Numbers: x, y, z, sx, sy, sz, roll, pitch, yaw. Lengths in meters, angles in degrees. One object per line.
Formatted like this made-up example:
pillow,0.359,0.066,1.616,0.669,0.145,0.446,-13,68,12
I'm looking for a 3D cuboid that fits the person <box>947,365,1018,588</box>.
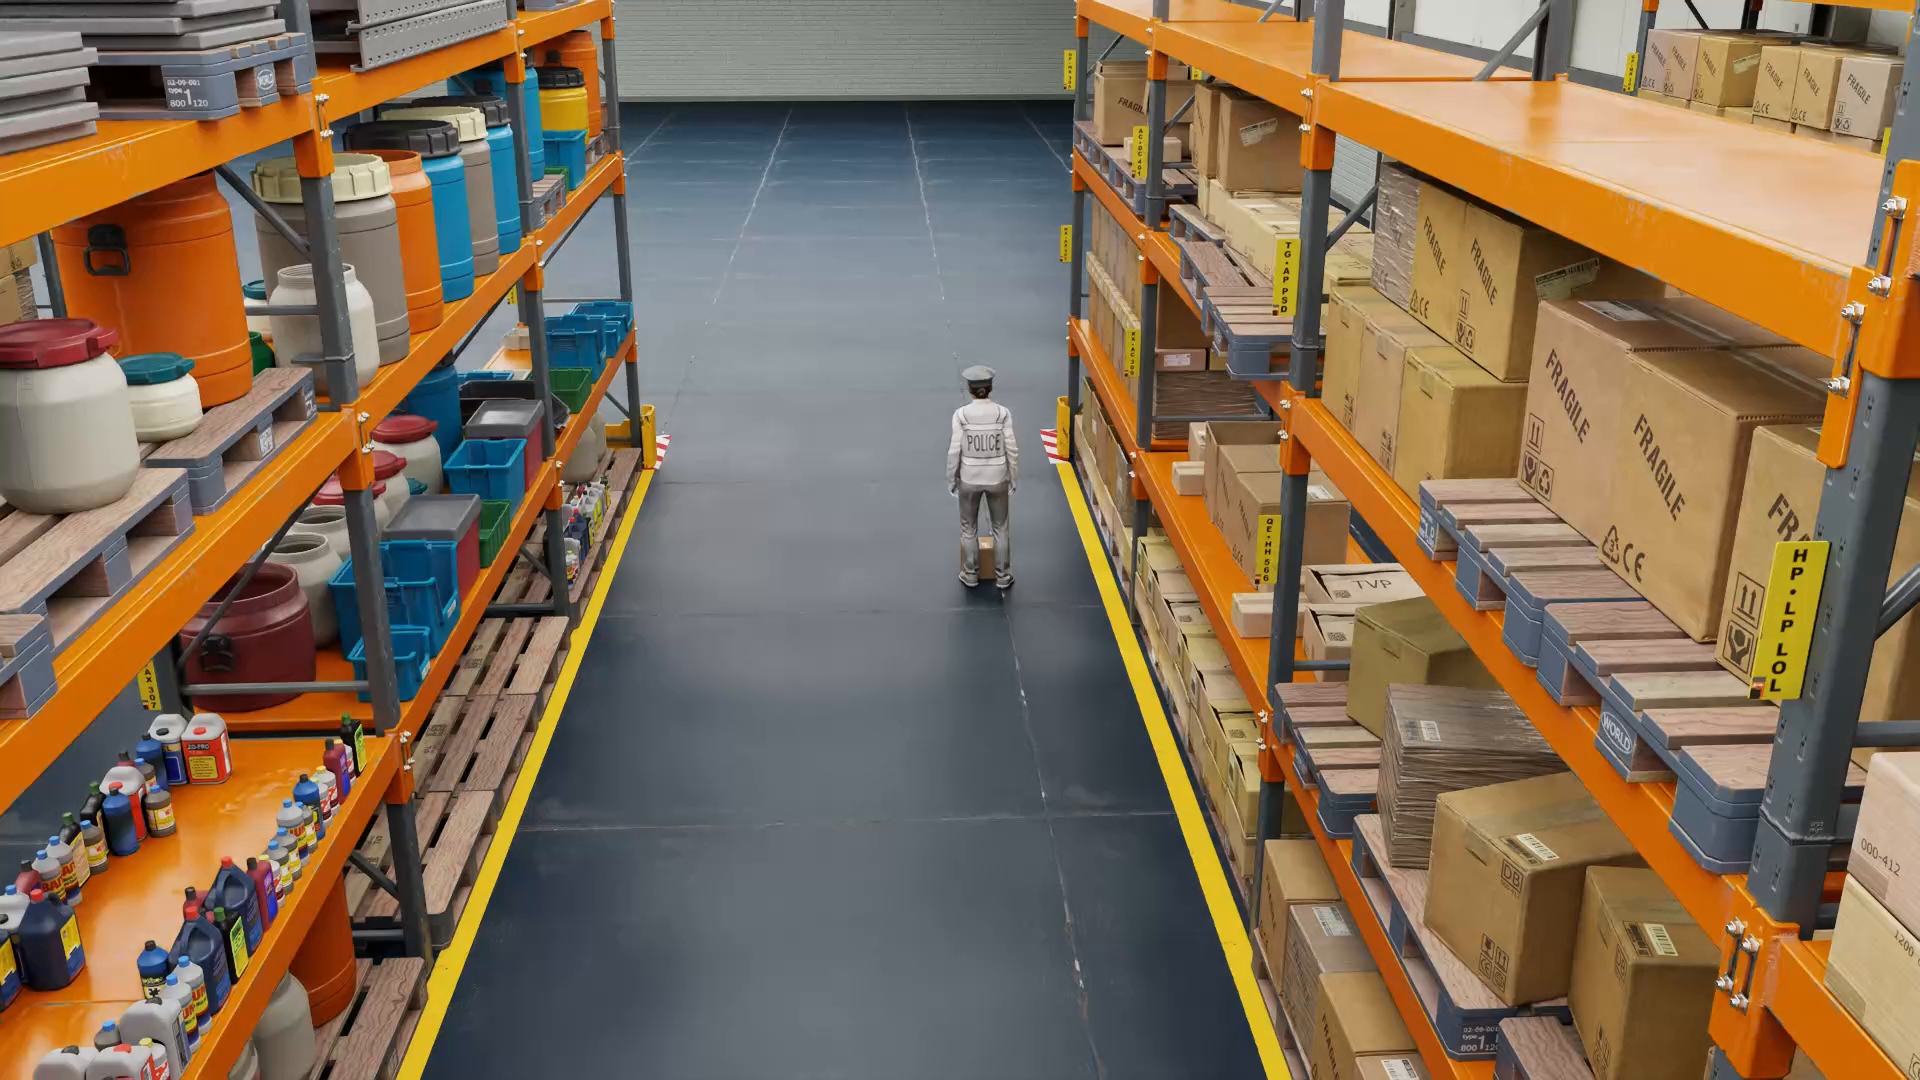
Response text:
person,0.165,-0.444,12.258,0.526,1.663,0.411,-2,21,-4
